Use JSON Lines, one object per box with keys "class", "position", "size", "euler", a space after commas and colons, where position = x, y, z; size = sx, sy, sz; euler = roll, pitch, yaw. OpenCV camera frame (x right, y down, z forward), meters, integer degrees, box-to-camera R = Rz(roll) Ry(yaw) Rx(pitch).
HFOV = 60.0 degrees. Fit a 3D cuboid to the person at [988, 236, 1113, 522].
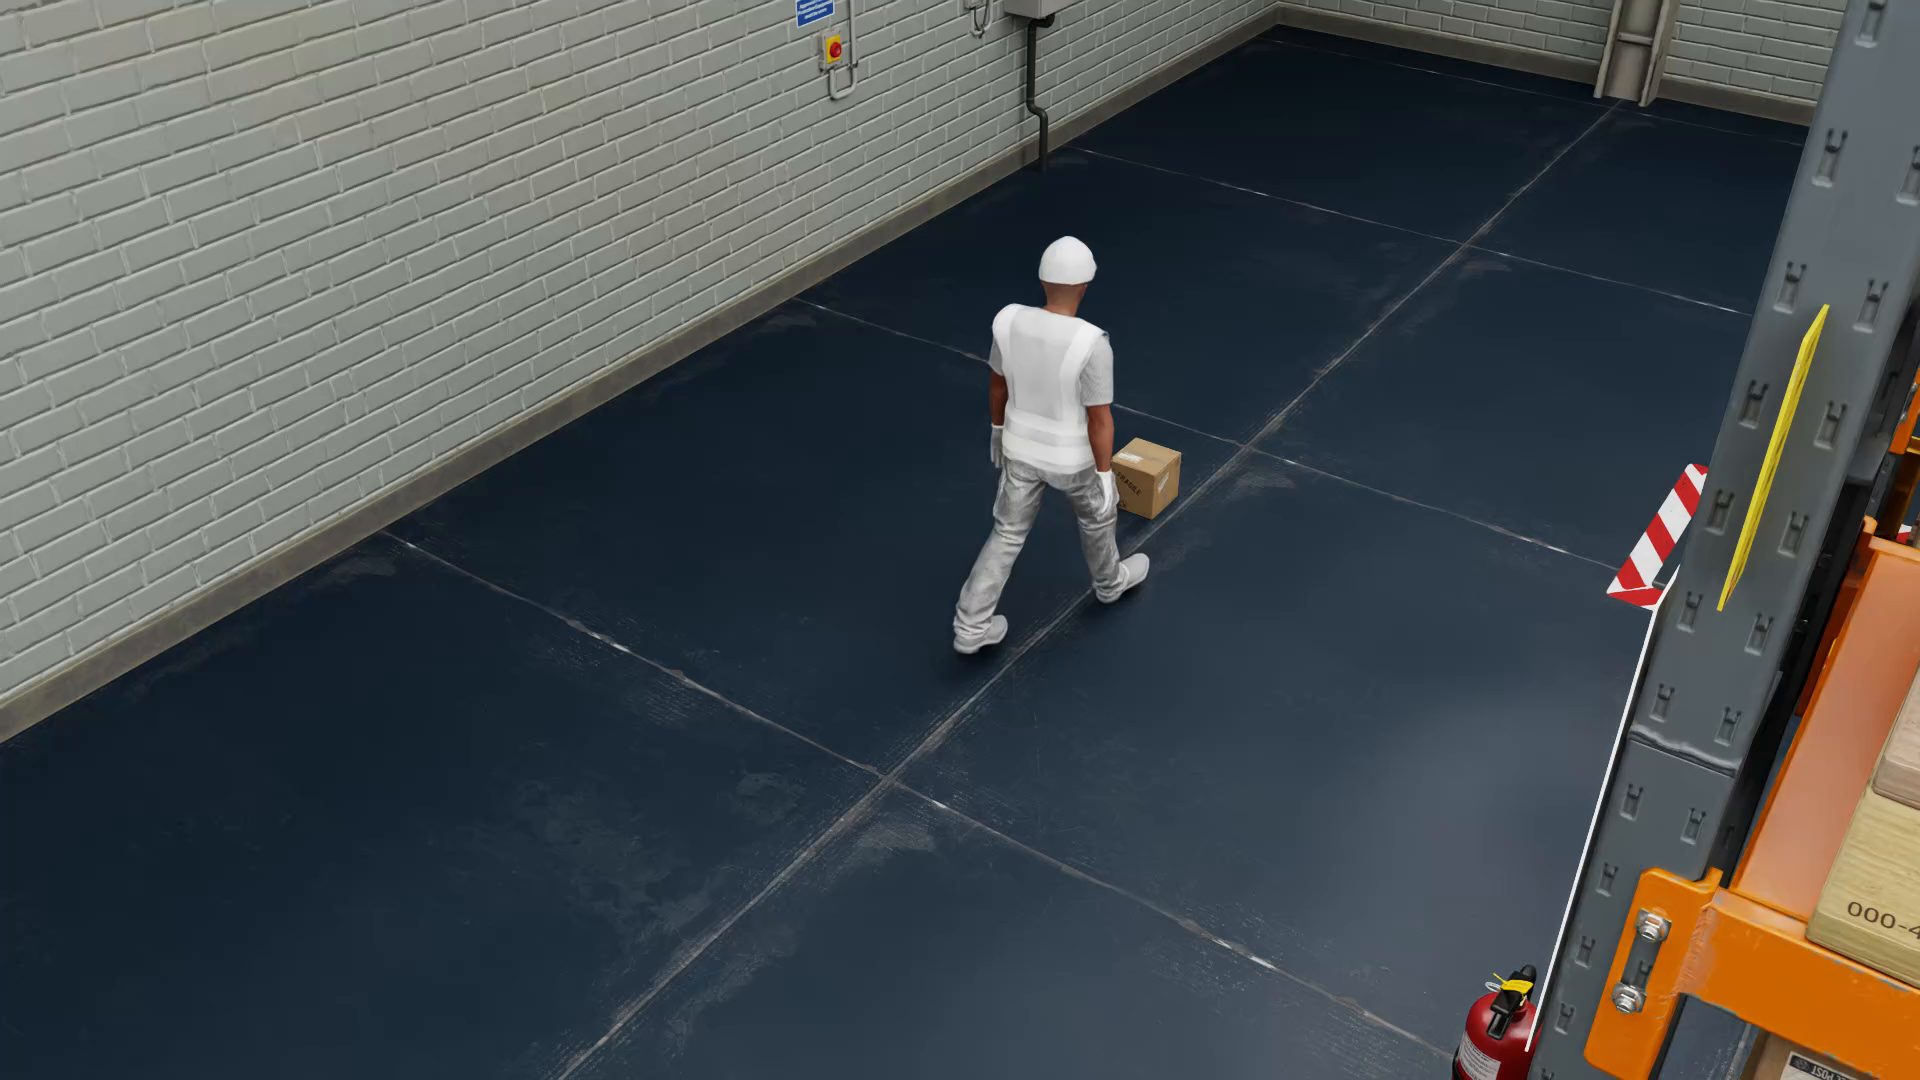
{"class": "person", "position": [0.403, -0.660, 6.509], "size": [0.629, 1.066, 0.403], "euler": [20, 39, 27]}
